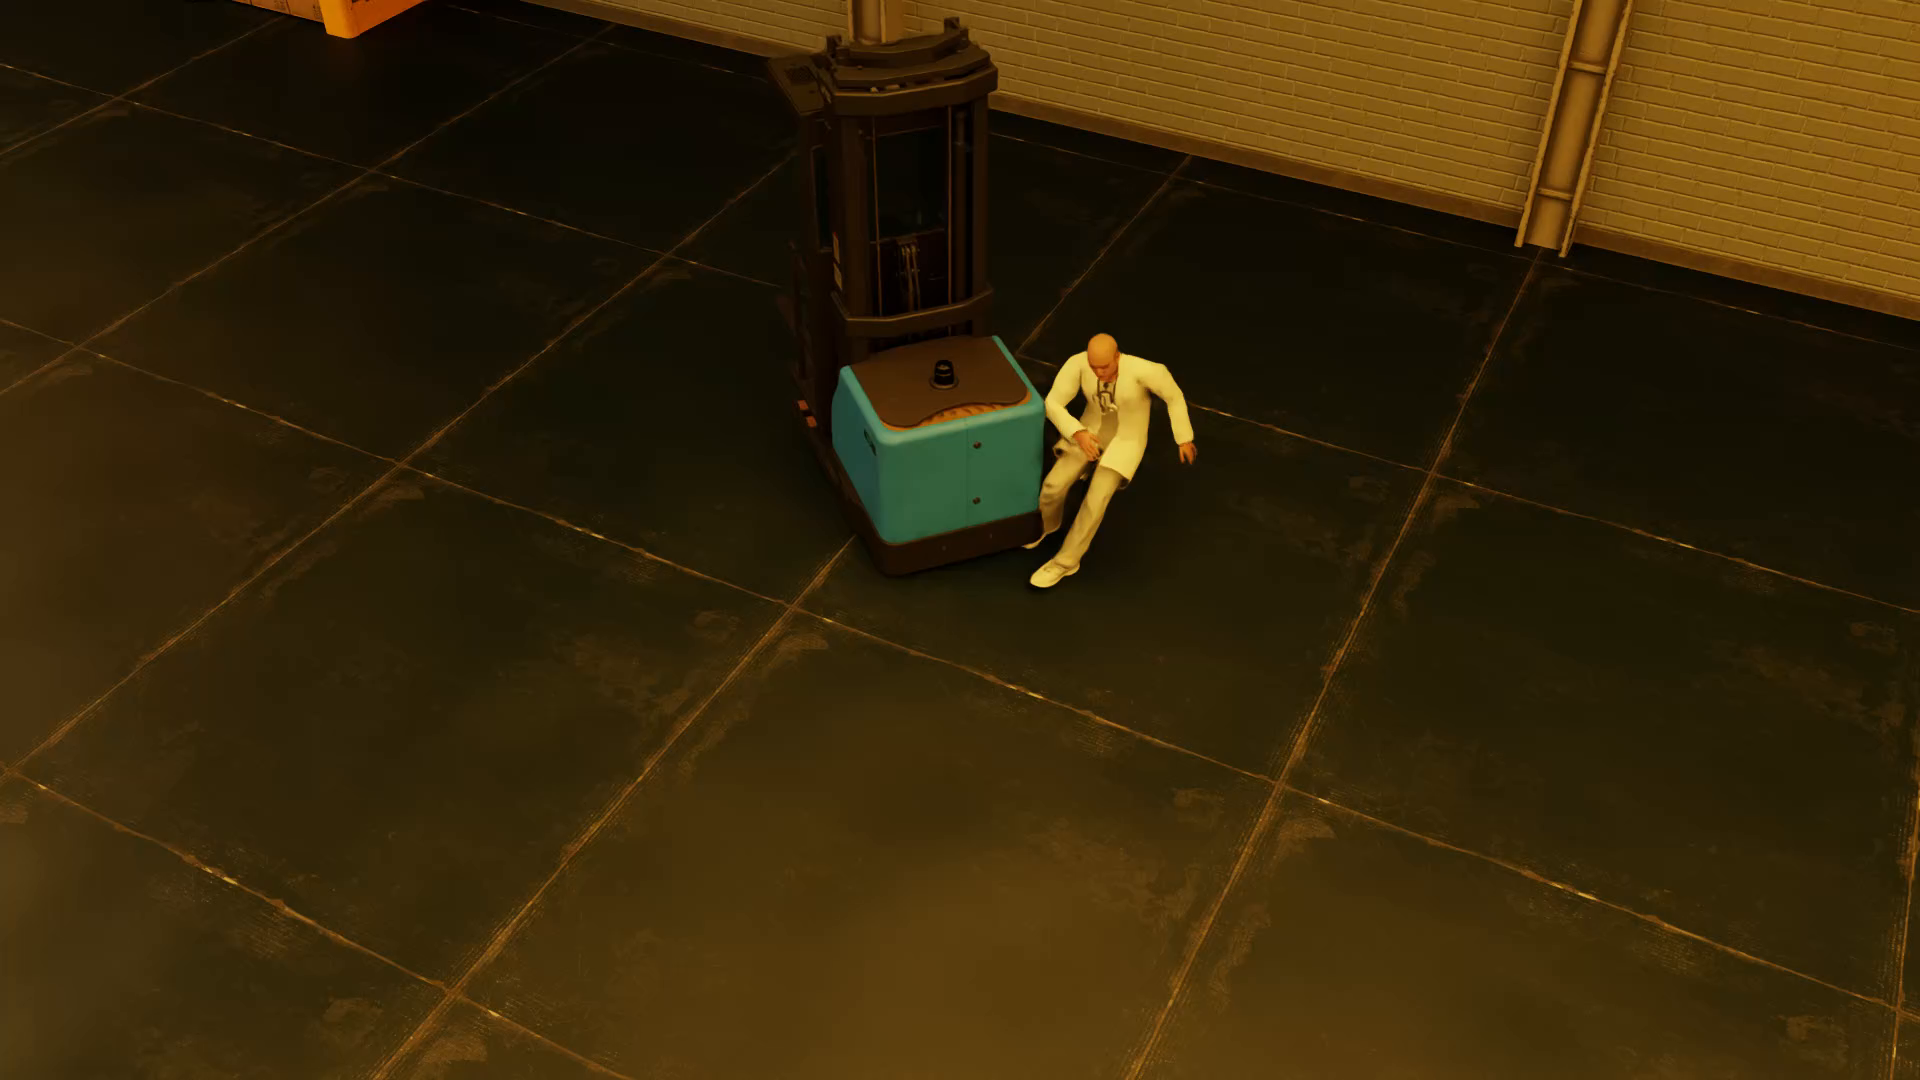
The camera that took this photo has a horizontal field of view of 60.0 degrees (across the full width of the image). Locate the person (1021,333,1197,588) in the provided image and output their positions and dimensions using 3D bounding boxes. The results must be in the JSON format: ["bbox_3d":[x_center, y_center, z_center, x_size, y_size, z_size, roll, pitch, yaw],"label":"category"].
[{"bbox_3d":[0.821,-0.456,9.712,0.950,1.539,0.962,16,43,18],"label":"person"}]

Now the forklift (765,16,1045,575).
[{"bbox_3d":[-0.481,-1.866,10.203,1.130,2.935,3.031,-13,42,-15],"label":"forklift"}]
